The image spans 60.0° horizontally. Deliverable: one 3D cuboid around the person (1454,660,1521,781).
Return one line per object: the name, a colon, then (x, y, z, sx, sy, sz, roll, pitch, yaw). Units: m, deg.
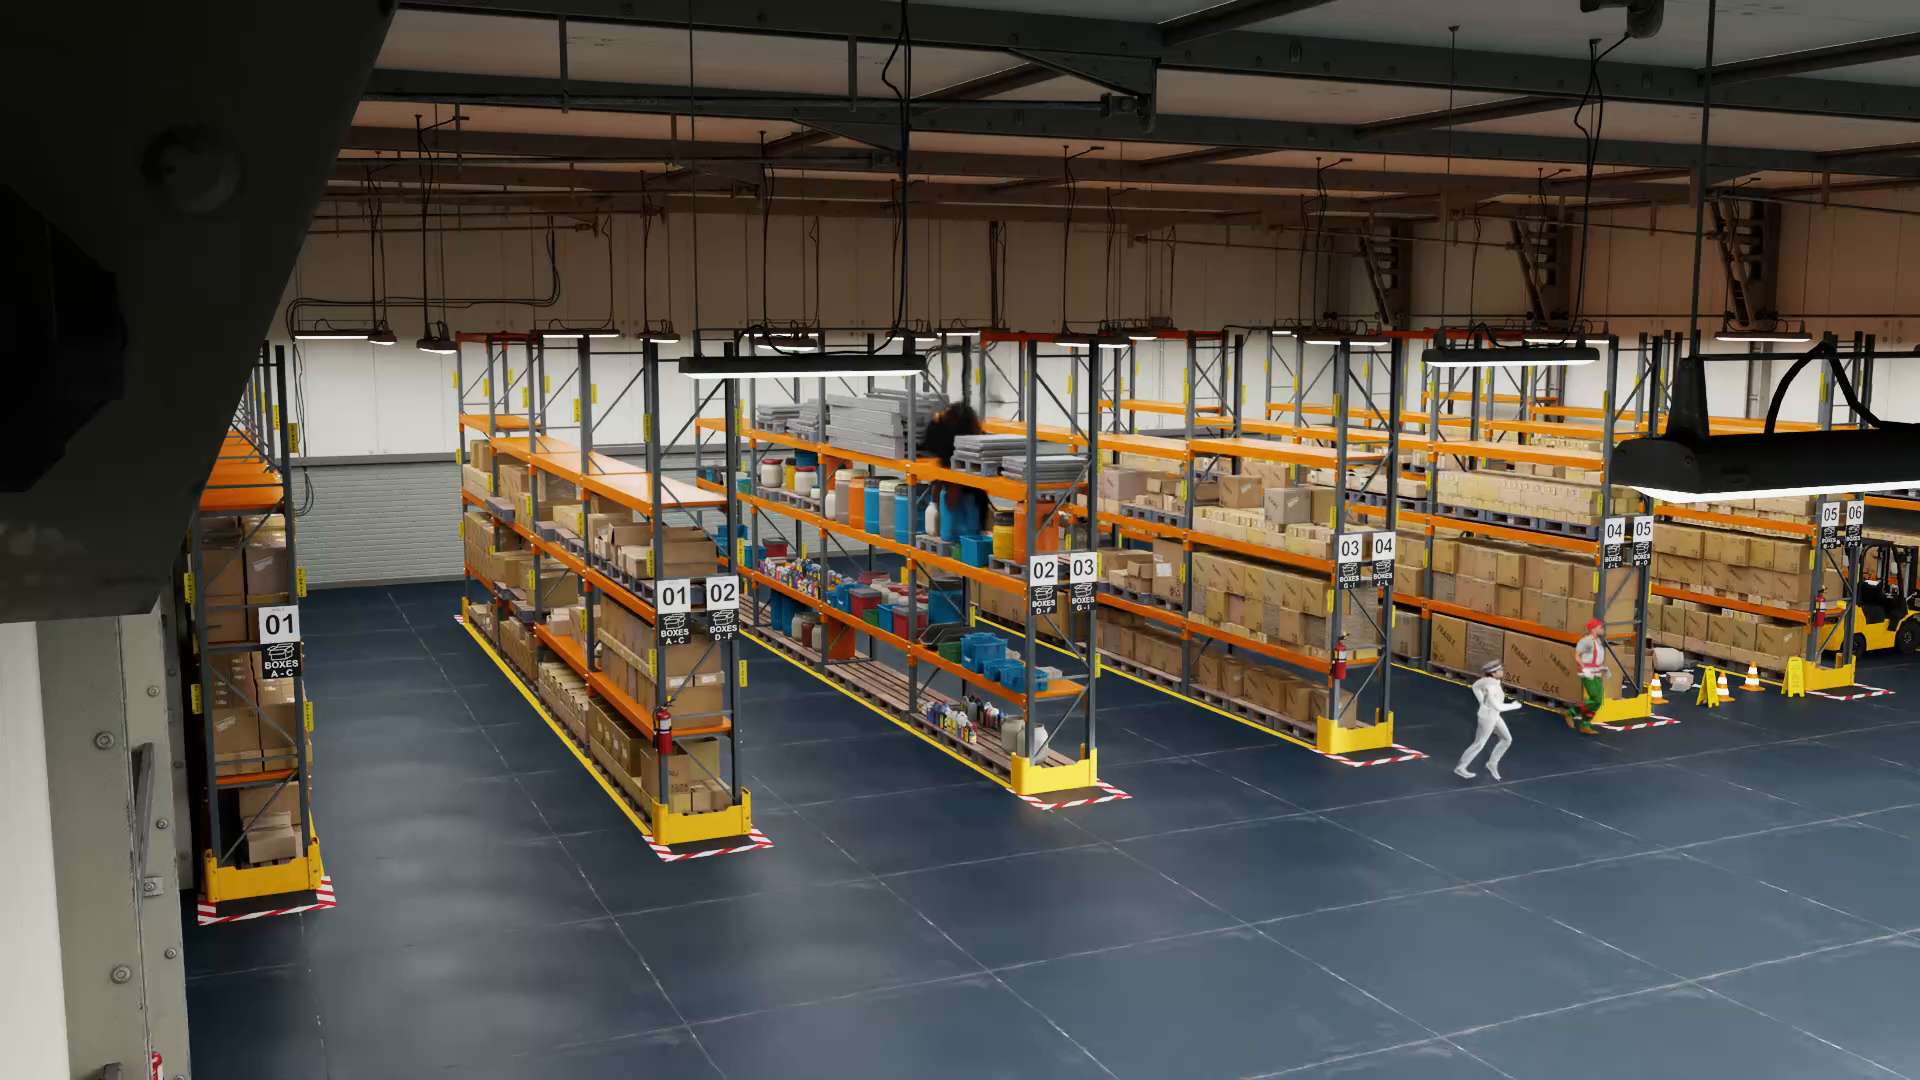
person: (7.207, 2.447, 22.663, 0.828, 1.698, 0.626, 2, 8, 17)

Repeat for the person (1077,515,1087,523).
person: (3.148, -0.106, 41.609, 1.104, 1.751, 0.616, -5, 9, -34)

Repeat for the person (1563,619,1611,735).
person: (9.603, 2.063, 25.376, 0.577, 1.724, 0.693, 6, 10, 37)

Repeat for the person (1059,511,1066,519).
person: (2.370, 0.157, 39.459, 0.671, 1.731, 0.623, 0, 8, -2)
